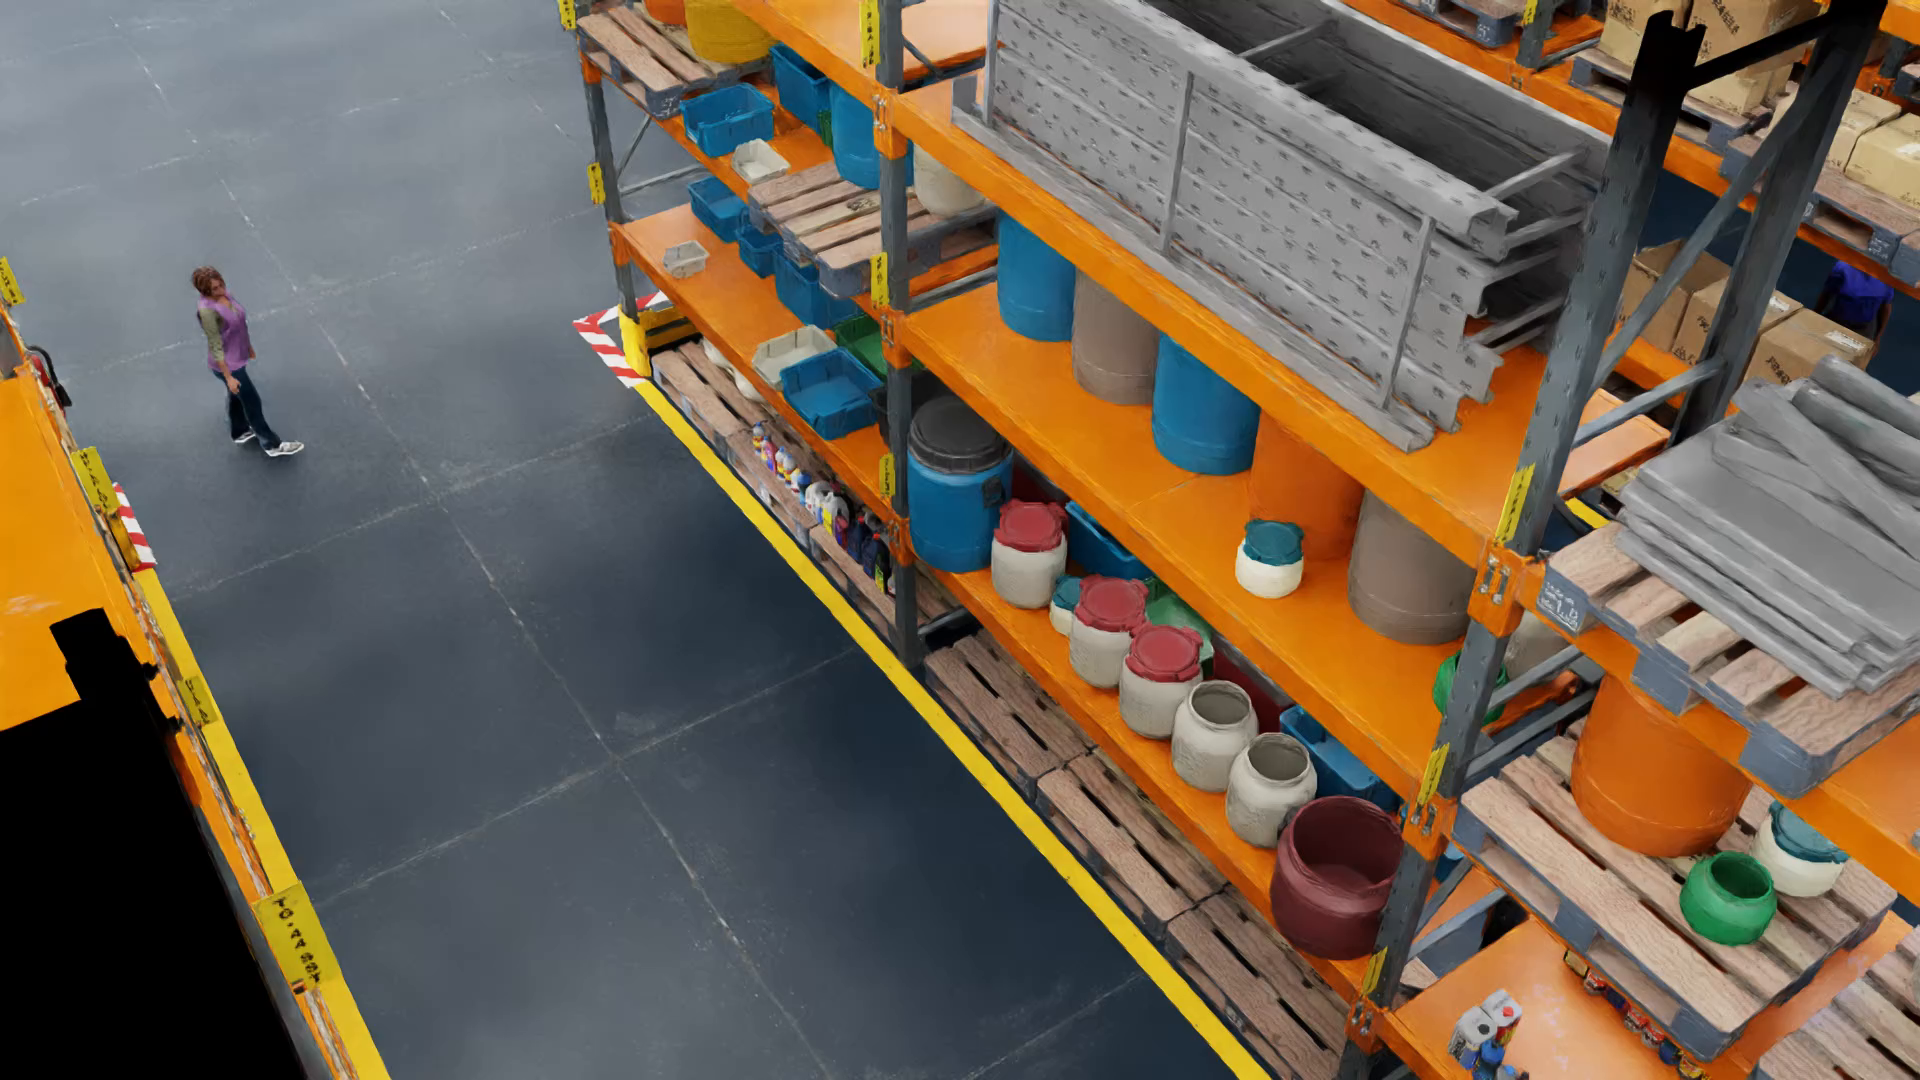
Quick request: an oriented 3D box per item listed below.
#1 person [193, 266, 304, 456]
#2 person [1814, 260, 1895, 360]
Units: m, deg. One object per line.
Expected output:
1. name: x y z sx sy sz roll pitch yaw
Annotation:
1. person: -5.194 -1.286 11.963 0.536 1.590 0.534 -8 43 -9
2. person: 6.469 -1.507 12.166 0.502 1.652 0.422 17 45 18
